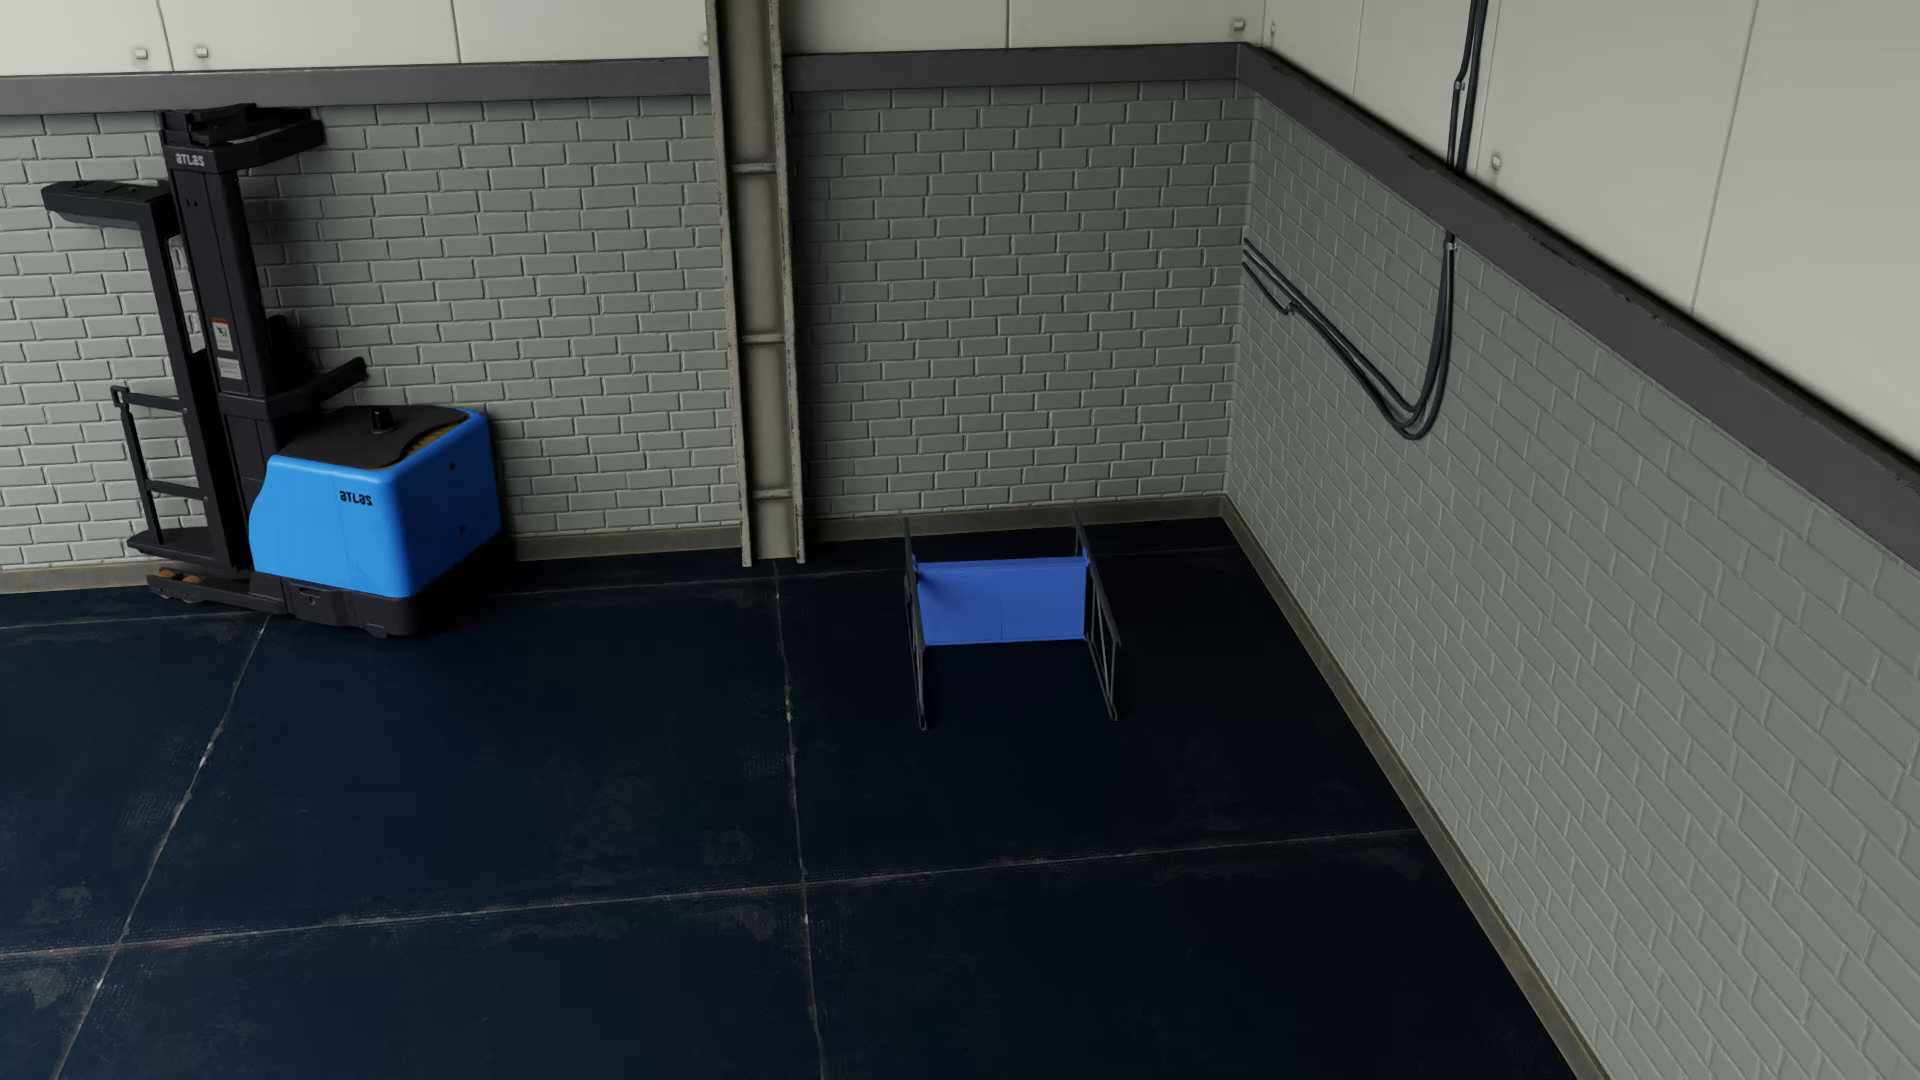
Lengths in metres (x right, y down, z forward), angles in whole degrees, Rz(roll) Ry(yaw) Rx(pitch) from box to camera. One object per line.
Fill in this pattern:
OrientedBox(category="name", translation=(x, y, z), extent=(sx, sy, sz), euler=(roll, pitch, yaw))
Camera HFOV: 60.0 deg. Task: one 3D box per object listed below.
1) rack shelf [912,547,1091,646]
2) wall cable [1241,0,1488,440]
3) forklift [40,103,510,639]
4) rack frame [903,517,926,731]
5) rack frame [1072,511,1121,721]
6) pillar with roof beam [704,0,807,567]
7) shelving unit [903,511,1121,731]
OrientedBox(category="rack shelf", translation=(0.233, 0.331, 9.511), extent=(1.000, 0.538, 0.185), euler=(-2, 28, -4))
OrientedBox(category="wall cable", translation=(1.916, -2.126, 8.437), extent=(0.112, 2.526, 3.097), euler=(-4, 27, -7))
OrientedBox(category="forklift", translation=(-4.369, -1.136, 9.754), extent=(3.031, 2.935, 1.130), euler=(9, 29, 18))
OrientedBox(category="rack frame", translation=(-0.258, 0.435, 9.313), extent=(0.032, 0.500, 1.500), euler=(-2, 28, -4))
OrientedBox(category="rack frame", translation=(0.755, 0.395, 9.393), extent=(0.032, 0.500, 1.500), euler=(-2, 28, -4))
OrientedBox(category="pillar with roof beam", translation=(-0.586, -1.972, 4.736), extent=(0.400, 9.000, 9.100), euler=(-4, 27, -7))
OrientedBox(category="shelving unit", translation=(0.248, 0.415, 9.353), extent=(1.048, 0.538, 1.500), euler=(-2, 28, -4))
